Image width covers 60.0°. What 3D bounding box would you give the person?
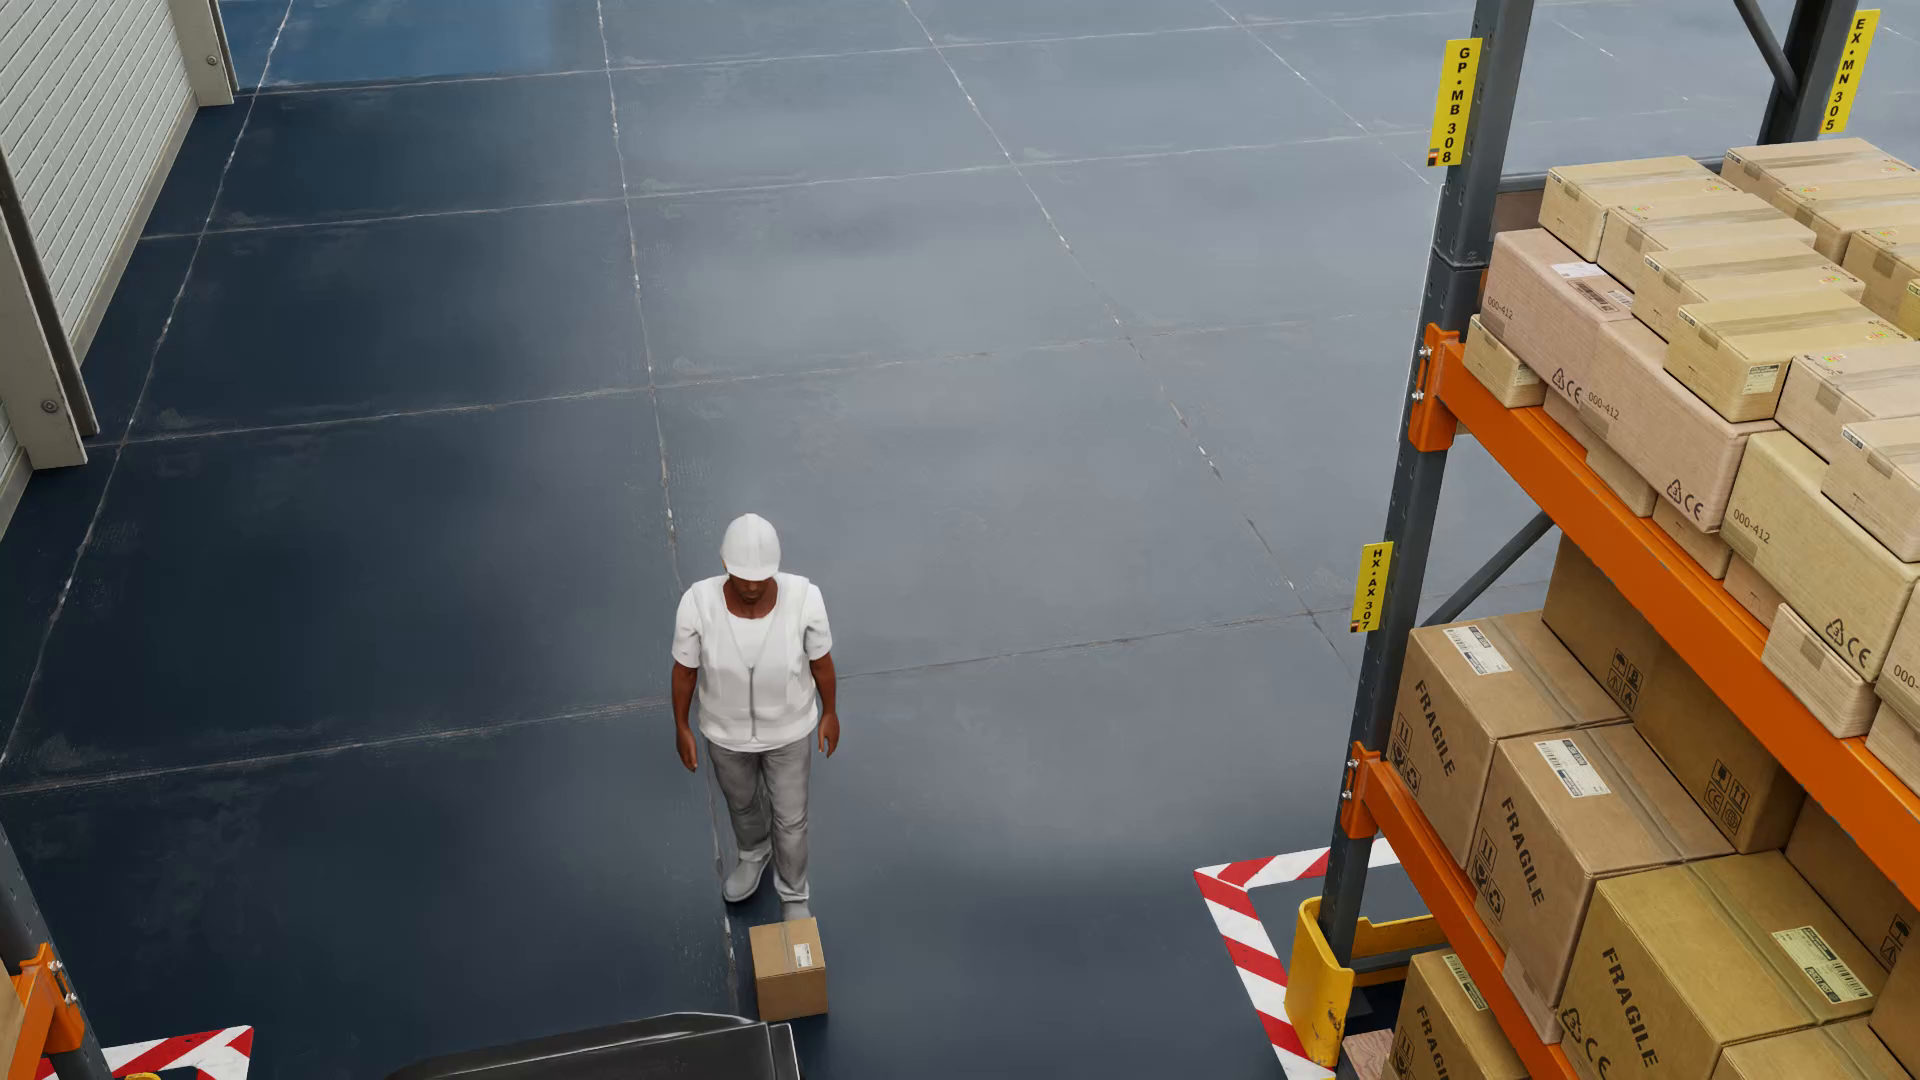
[{"bbox_3d":[-0.746,0.701,6.076,0.600,1.775,0.548,-1,34,-1],"label":"person"}]
